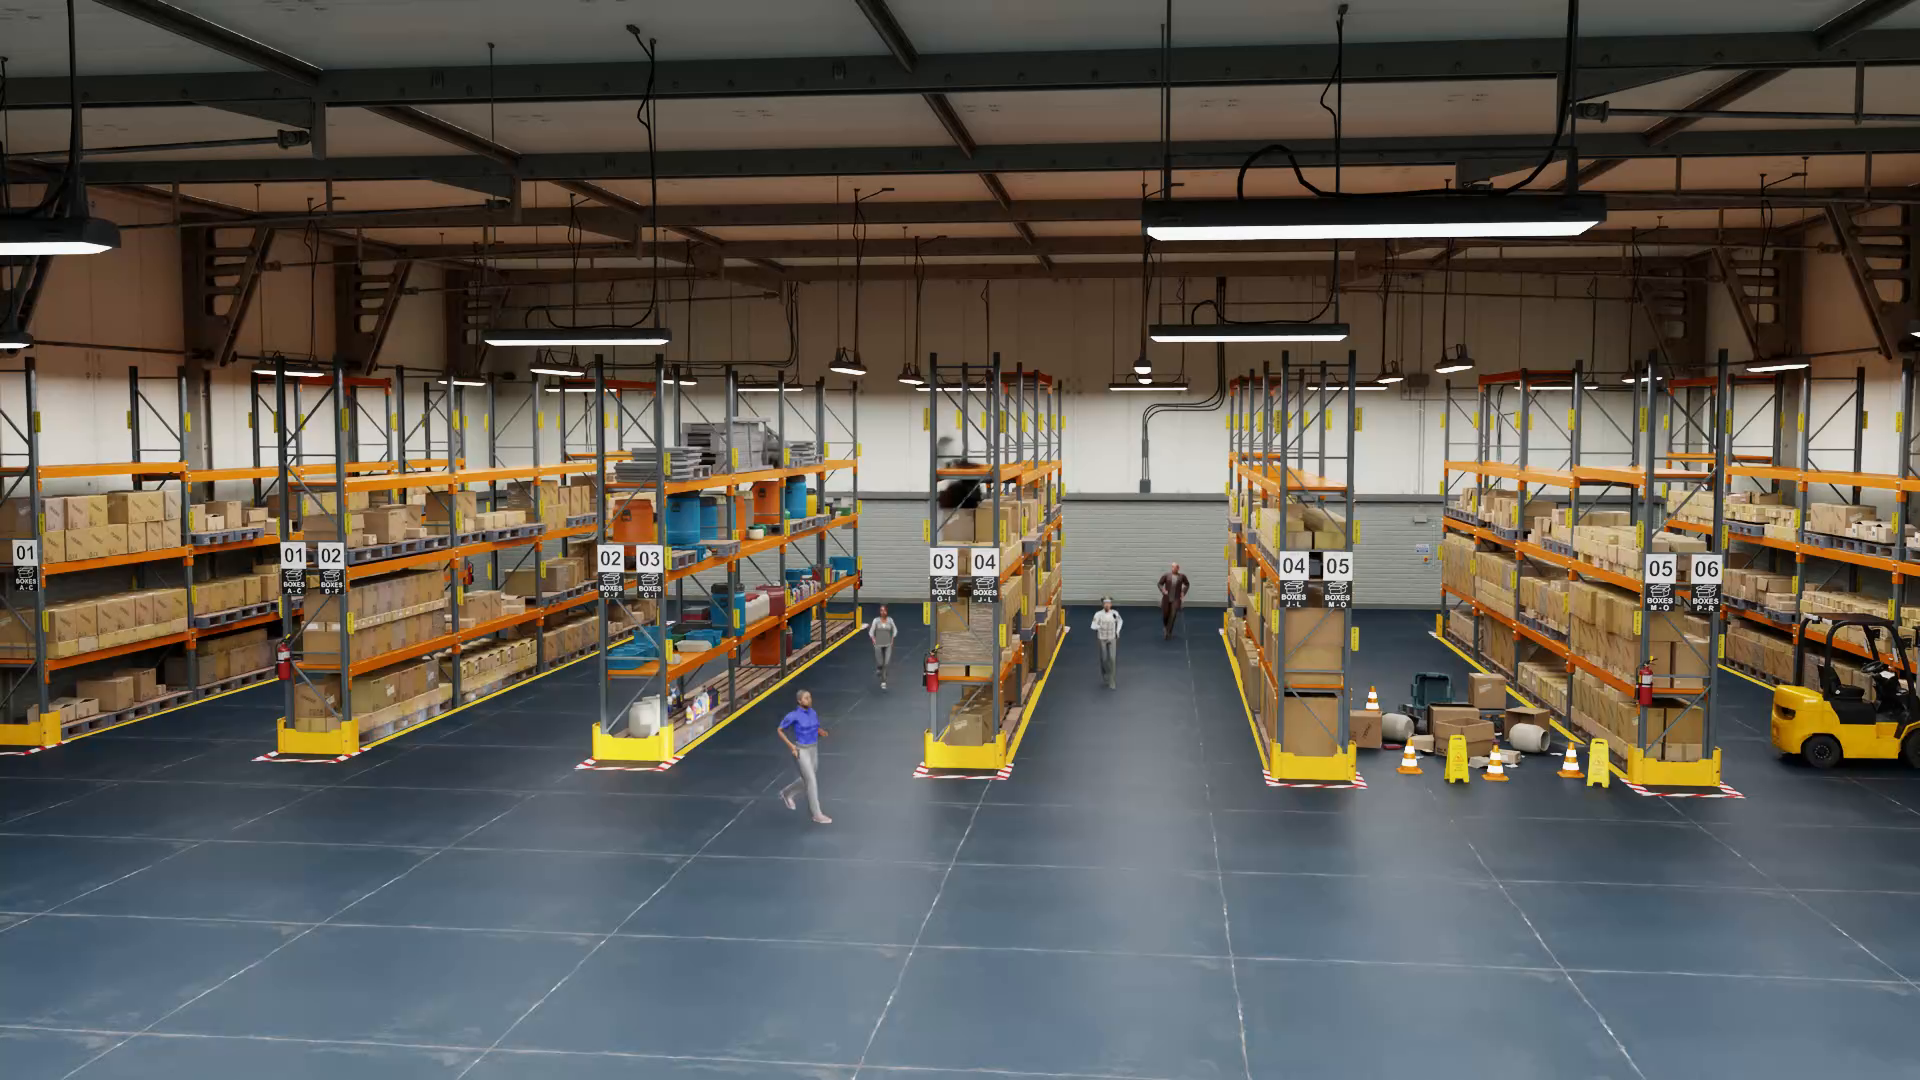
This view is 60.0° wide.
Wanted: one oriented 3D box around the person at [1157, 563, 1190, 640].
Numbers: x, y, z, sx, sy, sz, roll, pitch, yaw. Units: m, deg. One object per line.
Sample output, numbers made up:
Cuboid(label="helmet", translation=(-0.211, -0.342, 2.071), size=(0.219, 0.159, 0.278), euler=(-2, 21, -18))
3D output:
Cuboid(label="person", translation=(4.948, 1.403, 38.586), size=(0.738, 1.762, 0.878), euler=(1, 4, 11))

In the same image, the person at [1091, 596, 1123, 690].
Cuboid(label="person", translation=(2.787, 1.913, 31.526), size=(0.606, 1.732, 0.830), euler=(0, 4, 3))

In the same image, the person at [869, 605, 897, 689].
Cuboid(label="person", translation=(-1.445, 2.009, 31.460), size=(0.537, 1.561, 0.546), euler=(-1, 4, -8))

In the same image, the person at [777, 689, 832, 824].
Cuboid(label="person", translation=(-1.955, 2.689, 20.889), size=(0.904, 1.633, 0.583), euler=(3, 5, 36))
